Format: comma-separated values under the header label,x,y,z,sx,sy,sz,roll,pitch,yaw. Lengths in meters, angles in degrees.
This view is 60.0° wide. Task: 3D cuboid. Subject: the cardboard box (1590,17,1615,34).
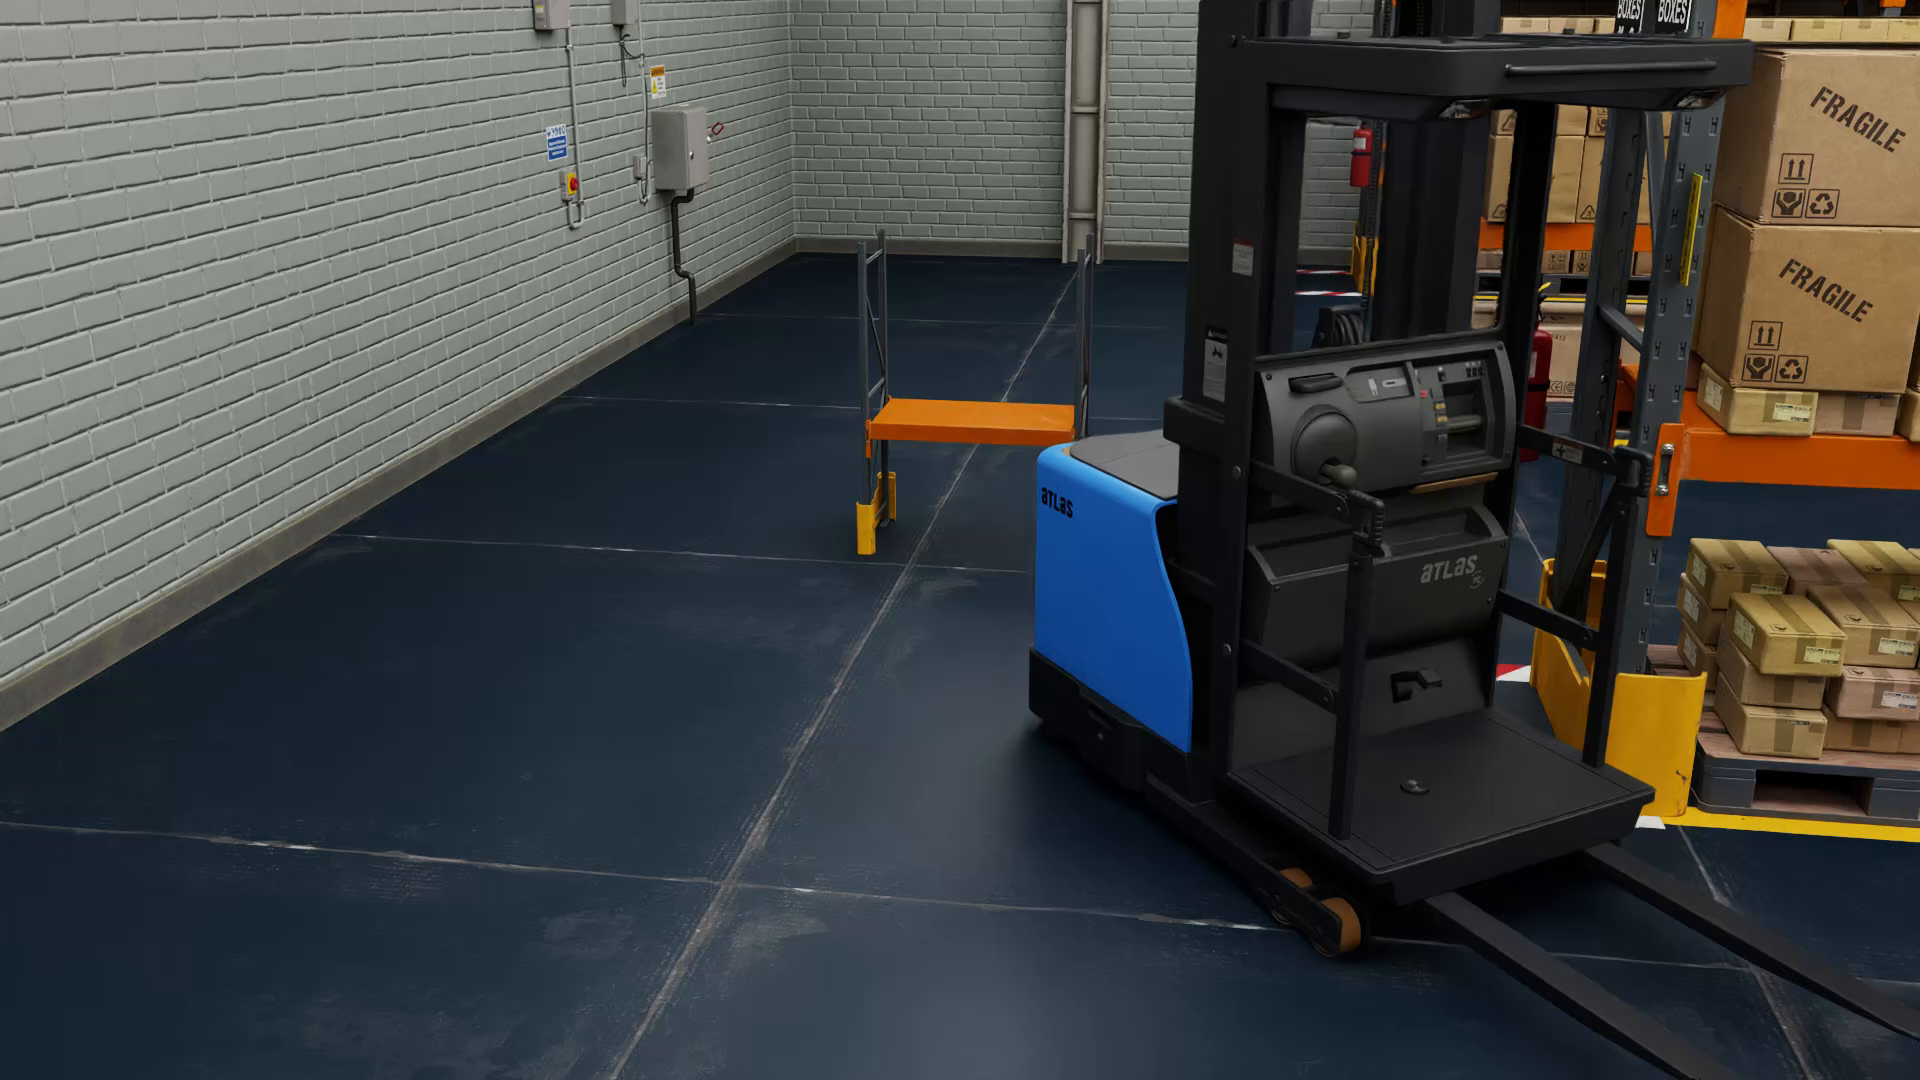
label,x,y,z,sx,sy,sz,roll,pitch,yaw
cardboard box,3.779,-2.932,9.582,0.250,0.149,0.380,4,19,10

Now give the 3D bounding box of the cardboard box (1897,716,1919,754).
label,x,y,z,sx,sy,sz,roll,pitch,yaw
cardboard box,3.263,0.586,5.655,0.250,0.149,0.380,3,19,9

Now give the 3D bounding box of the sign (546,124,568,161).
label,x,y,z,sx,sy,sz,roll,pitch,yaw
sign,-2.675,-2.639,11.038,0.001,0.218,0.327,3,19,9

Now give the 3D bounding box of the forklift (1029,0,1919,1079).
label,x,y,z,sx,sy,sz,roll,pitch,yaw
forklift,1.382,-0.362,4.765,1.130,2.935,3.031,-9,21,-26

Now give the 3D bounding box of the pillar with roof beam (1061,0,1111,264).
label,x,y,z,sx,sy,sz,roll,pitch,yaw
pillar with roof beam,0.546,-5.716,11.206,0.400,9.000,9.100,3,19,9

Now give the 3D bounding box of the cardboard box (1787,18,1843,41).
label,x,y,z,sx,sy,sz,roll,pitch,yaw
cardboard box,4.795,-2.880,9.428,0.250,0.149,0.380,2,19,7

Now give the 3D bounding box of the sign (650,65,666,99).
label,x,y,z,sx,sy,sz,roll,pitch,yaw
sign,-2.343,-3.559,12.911,0.001,0.242,0.339,3,19,9

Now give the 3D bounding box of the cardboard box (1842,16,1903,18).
label,x,y,z,sx,sy,sz,roll,pitch,yaw
cardboard box,5.374,-3.021,9.848,0.250,0.149,0.380,3,19,8

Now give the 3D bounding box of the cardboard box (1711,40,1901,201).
label,x,y,z,sx,sy,sz,roll,pitch,yaw
cardboard box,2.770,-1.409,5.583,0.500,0.500,0.500,3,19,8

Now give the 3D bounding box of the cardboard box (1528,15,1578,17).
label,x,y,z,sx,sy,sz,roll,pitch,yaw
cardboard box,3.604,-3.115,10.131,0.250,0.149,0.380,3,19,10

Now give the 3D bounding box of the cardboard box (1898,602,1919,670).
label,x,y,z,sx,sy,sz,roll,pitch,yaw
cardboard box,3.262,0.341,5.449,0.250,0.149,0.380,3,19,9

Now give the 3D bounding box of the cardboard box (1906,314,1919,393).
label,x,y,z,sx,sy,sz,roll,pitch,yaw
cardboard box,3.210,-0.751,5.195,0.500,0.500,0.500,3,19,9

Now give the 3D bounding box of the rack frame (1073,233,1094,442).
label,x,y,z,sx,sy,sz,roll,pitch,yaw
rack frame,0.586,-0.681,7.976,0.032,1.500,0.500,3,19,9

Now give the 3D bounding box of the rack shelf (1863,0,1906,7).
label,x,y,z,sx,sy,sz,roll,pitch,yaw
rack shelf,9.672,-4.581,13.675,4.000,0.370,1.077,3,19,9

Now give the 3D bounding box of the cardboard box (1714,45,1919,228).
label,x,y,z,sx,sy,sz,roll,pitch,yaw
cardboard box,2.680,-1.248,5.103,0.500,0.500,0.500,3,19,8

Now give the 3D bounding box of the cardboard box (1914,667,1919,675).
label,x,y,z,sx,sy,sz,roll,pitch,yaw
cardboard box,3.272,0.444,5.612,0.250,0.149,0.380,3,19,9

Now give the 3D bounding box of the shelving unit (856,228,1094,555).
label,x,y,z,sx,sy,sz,roll,pitch,yaw
shelving unit,0.075,-0.707,8.054,1.083,1.500,0.587,3,19,9

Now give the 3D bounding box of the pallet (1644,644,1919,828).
label,x,y,z,sx,sy,sz,roll,pitch,yaw
pallet,3.150,0.687,5.917,1.213,0.211,1.003,3,19,9

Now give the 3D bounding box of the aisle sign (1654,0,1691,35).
label,x,y,z,sx,sy,sz,roll,pitch,yaw
aisle sign,2.159,-1.834,4.959,0.004,0.787,0.394,3,19,9

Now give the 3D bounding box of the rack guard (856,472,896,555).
label,x,y,z,sx,sy,sz,roll,pitch,yaw
rack guard,-0.416,-0.140,8.327,0.087,0.250,0.587,3,19,9

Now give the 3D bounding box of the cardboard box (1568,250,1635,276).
label,x,y,z,sx,sy,sz,roll,pitch,yaw
cardboard box,5.680,-2.642,14.750,0.500,0.500,0.500,3,19,10

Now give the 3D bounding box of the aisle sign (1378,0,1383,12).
label,x,y,z,sx,sy,sz,roll,pitch,yaw
aisle sign,3.634,-4.946,14.262,0.004,0.787,0.394,3,19,9

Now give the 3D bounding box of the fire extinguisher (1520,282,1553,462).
label,x,y,z,sx,sy,sz,roll,pitch,yaw
fire extinguisher,2.103,-0.635,6.182,0.183,0.674,0.296,3,19,9

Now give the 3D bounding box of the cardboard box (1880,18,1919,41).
label,x,y,z,sx,sy,sz,roll,pitch,yaw
cardboard box,5.307,-2.875,9.412,0.250,0.149,0.380,3,19,7

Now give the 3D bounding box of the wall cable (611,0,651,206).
label,x,y,z,sx,sy,sz,roll,pitch,yaw
wall cable,-2.394,-3.450,12.286,0.122,1.984,0.588,3,19,9

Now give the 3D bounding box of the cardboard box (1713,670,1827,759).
label,x,y,z,sx,sy,sz,roll,pitch,yaw
cardboard box,2.745,0.588,5.648,0.250,0.149,0.380,3,19,10

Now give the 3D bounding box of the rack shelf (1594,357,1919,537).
label,x,y,z,sx,sy,sz,roll,pitch,yaw
rack shelf,4.253,-0.249,5.454,4.000,0.370,1.077,3,19,9

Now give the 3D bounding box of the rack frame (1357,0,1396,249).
label,x,y,z,sx,sy,sz,roll,pitch,yaw
rack frame,3.748,-3.802,14.939,0.127,3.000,1.000,3,19,9

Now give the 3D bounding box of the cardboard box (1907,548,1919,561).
label,x,y,z,sx,sy,sz,roll,pitch,yaw
cardboard box,3.602,0.164,5.980,0.250,0.149,0.380,2,19,6

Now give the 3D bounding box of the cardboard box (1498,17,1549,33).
label,x,y,z,sx,sy,sz,roll,pitch,yaw
cardboard box,3.271,-2.971,9.701,0.250,0.149,0.380,3,19,10

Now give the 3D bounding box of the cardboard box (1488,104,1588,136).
label,x,y,z,sx,sy,sz,roll,pitch,yaw
cardboard box,3.393,-2.655,9.778,0.500,0.500,0.500,3,19,7

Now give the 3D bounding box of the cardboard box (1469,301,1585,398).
label,x,y,z,sx,sy,sz,roll,pitch,yaw
cardboard box,3.631,-1.229,10.625,0.875,0.438,0.875,2,19,7

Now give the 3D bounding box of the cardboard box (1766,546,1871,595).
label,x,y,z,sx,sy,sz,roll,pitch,yaw
cardboard box,3.080,0.158,5.998,0.250,0.149,0.380,3,19,10

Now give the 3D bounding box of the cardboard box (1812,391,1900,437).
label,x,y,z,sx,sy,sz,roll,pitch,yaw
cardboard box,2.804,-0.453,5.326,0.250,0.149,0.380,4,19,11

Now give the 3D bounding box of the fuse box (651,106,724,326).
label,x,y,z,sx,sy,sz,roll,pitch,yaw
fuse box,-2.130,-2.563,13.267,0.414,1.711,0.539,3,19,9

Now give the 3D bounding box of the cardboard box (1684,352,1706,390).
label,x,y,z,sx,sy,sz,roll,pitch,yaw
cardboard box,2.645,-0.644,5.896,0.250,0.149,0.380,3,19,9

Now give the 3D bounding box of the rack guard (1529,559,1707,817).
label,x,y,z,sx,sy,sz,roll,pitch,yaw
rack guard,2.354,0.498,6.026,0.348,0.500,1.175,3,19,9

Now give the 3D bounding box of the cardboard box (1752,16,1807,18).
label,x,y,z,sx,sy,sz,roll,pitch,yaw
cardboard box,4.875,-3.055,9.949,0.250,0.149,0.380,4,19,10

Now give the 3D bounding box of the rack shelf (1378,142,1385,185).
label,x,y,z,sx,sy,sz,roll,pitch,yaw
rack shelf,5.722,-3.360,14.752,4.000,0.370,1.077,3,19,9

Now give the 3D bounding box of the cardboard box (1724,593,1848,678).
label,x,y,z,sx,sy,sz,roll,pitch,yaw
cardboard box,2.742,0.312,5.535,0.250,0.149,0.380,2,19,6

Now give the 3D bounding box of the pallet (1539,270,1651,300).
label,x,y,z,sx,sy,sz,roll,pitch,yaw
pallet,5.811,-2.374,15.065,1.213,0.211,1.003,3,19,9

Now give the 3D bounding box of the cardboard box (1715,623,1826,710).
label,x,y,z,sx,sy,sz,roll,pitch,yaw
cardboard box,2.755,0.428,5.660,0.250,0.149,0.380,4,19,11

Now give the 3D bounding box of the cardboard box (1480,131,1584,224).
label,x,y,z,sx,sy,sz,roll,pitch,yaw
cardboard box,3.392,-2.180,9.934,0.500,0.500,0.500,3,19,8

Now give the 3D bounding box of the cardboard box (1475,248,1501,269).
label,x,y,z,sx,sy,sz,roll,pitch,yaw
cardboard box,4.750,-2.555,15.044,0.250,0.149,0.380,2,19,6
